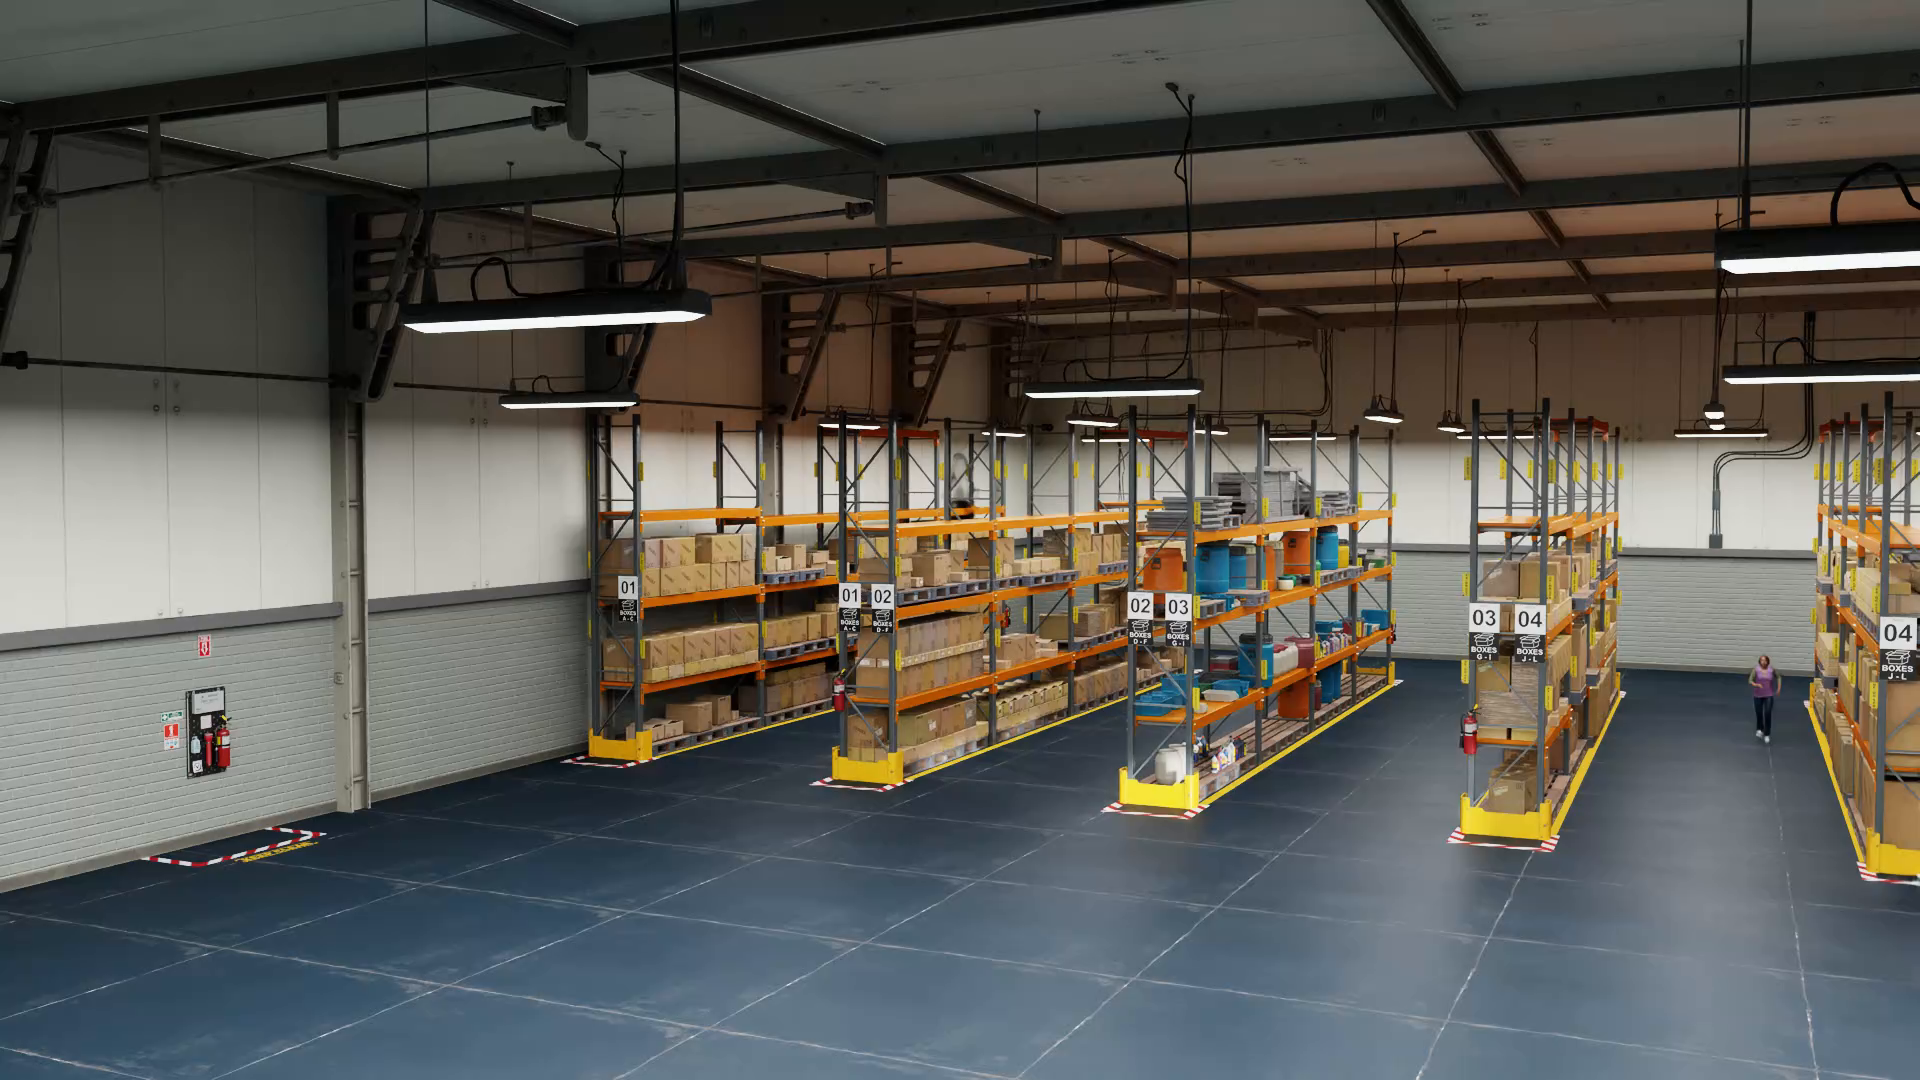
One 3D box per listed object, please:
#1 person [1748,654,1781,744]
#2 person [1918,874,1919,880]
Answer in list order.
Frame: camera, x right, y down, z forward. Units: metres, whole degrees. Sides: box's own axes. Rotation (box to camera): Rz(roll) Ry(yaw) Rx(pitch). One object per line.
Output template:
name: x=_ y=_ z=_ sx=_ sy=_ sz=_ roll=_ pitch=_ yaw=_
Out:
person: x=14.906 y=2.943 z=30.826 sx=0.553 sy=1.661 sz=0.715 roll=1 pitch=3 yaw=26
person: x=11.199 y=3.407 z=18.782 sx=0.558 sy=1.650 sz=0.892 roll=-1 pitch=3 yaw=-21
